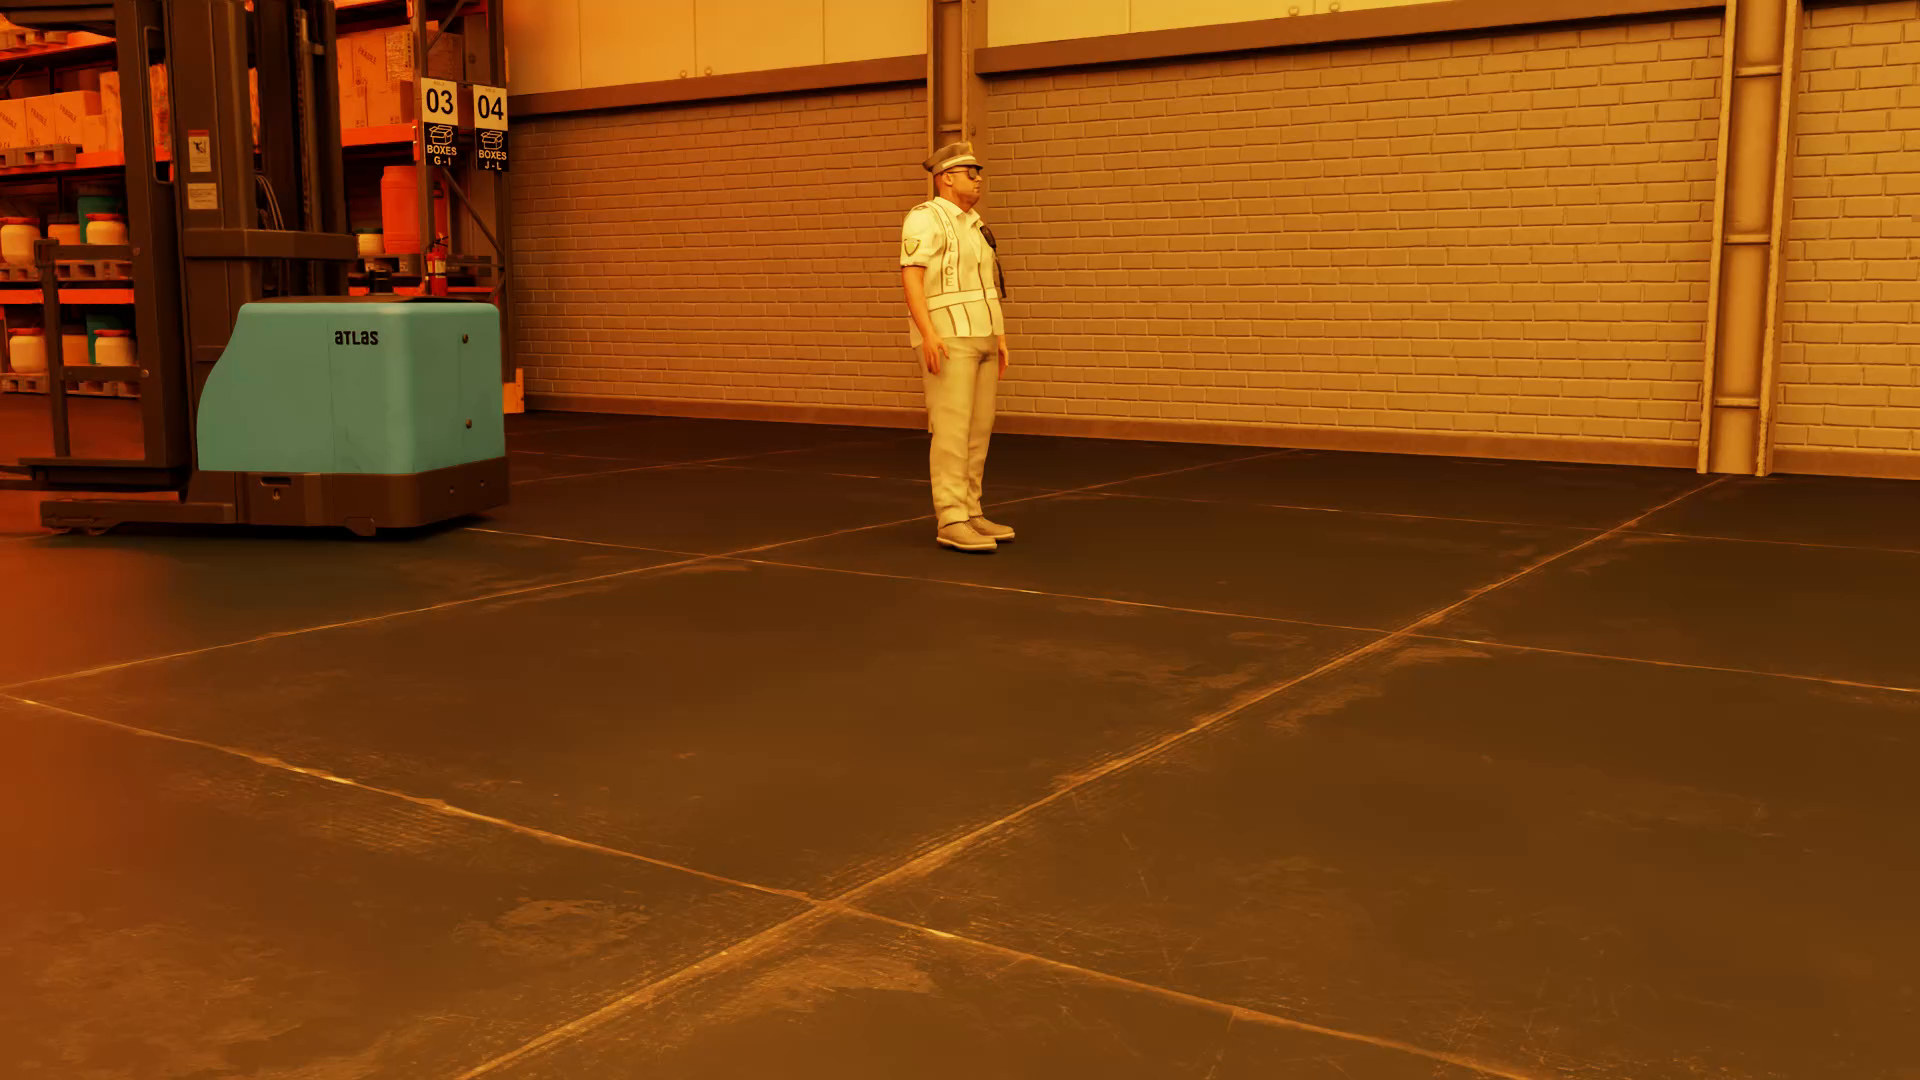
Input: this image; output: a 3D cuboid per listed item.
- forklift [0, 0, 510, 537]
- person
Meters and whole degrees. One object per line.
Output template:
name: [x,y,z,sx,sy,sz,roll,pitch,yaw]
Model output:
forklift: [-3.841,-1.544,8.054,3.031,2.935,1.130,2,8,11]
person: [0.058,-0.883,7.424,0.574,1.780,0.641,5,10,34]
